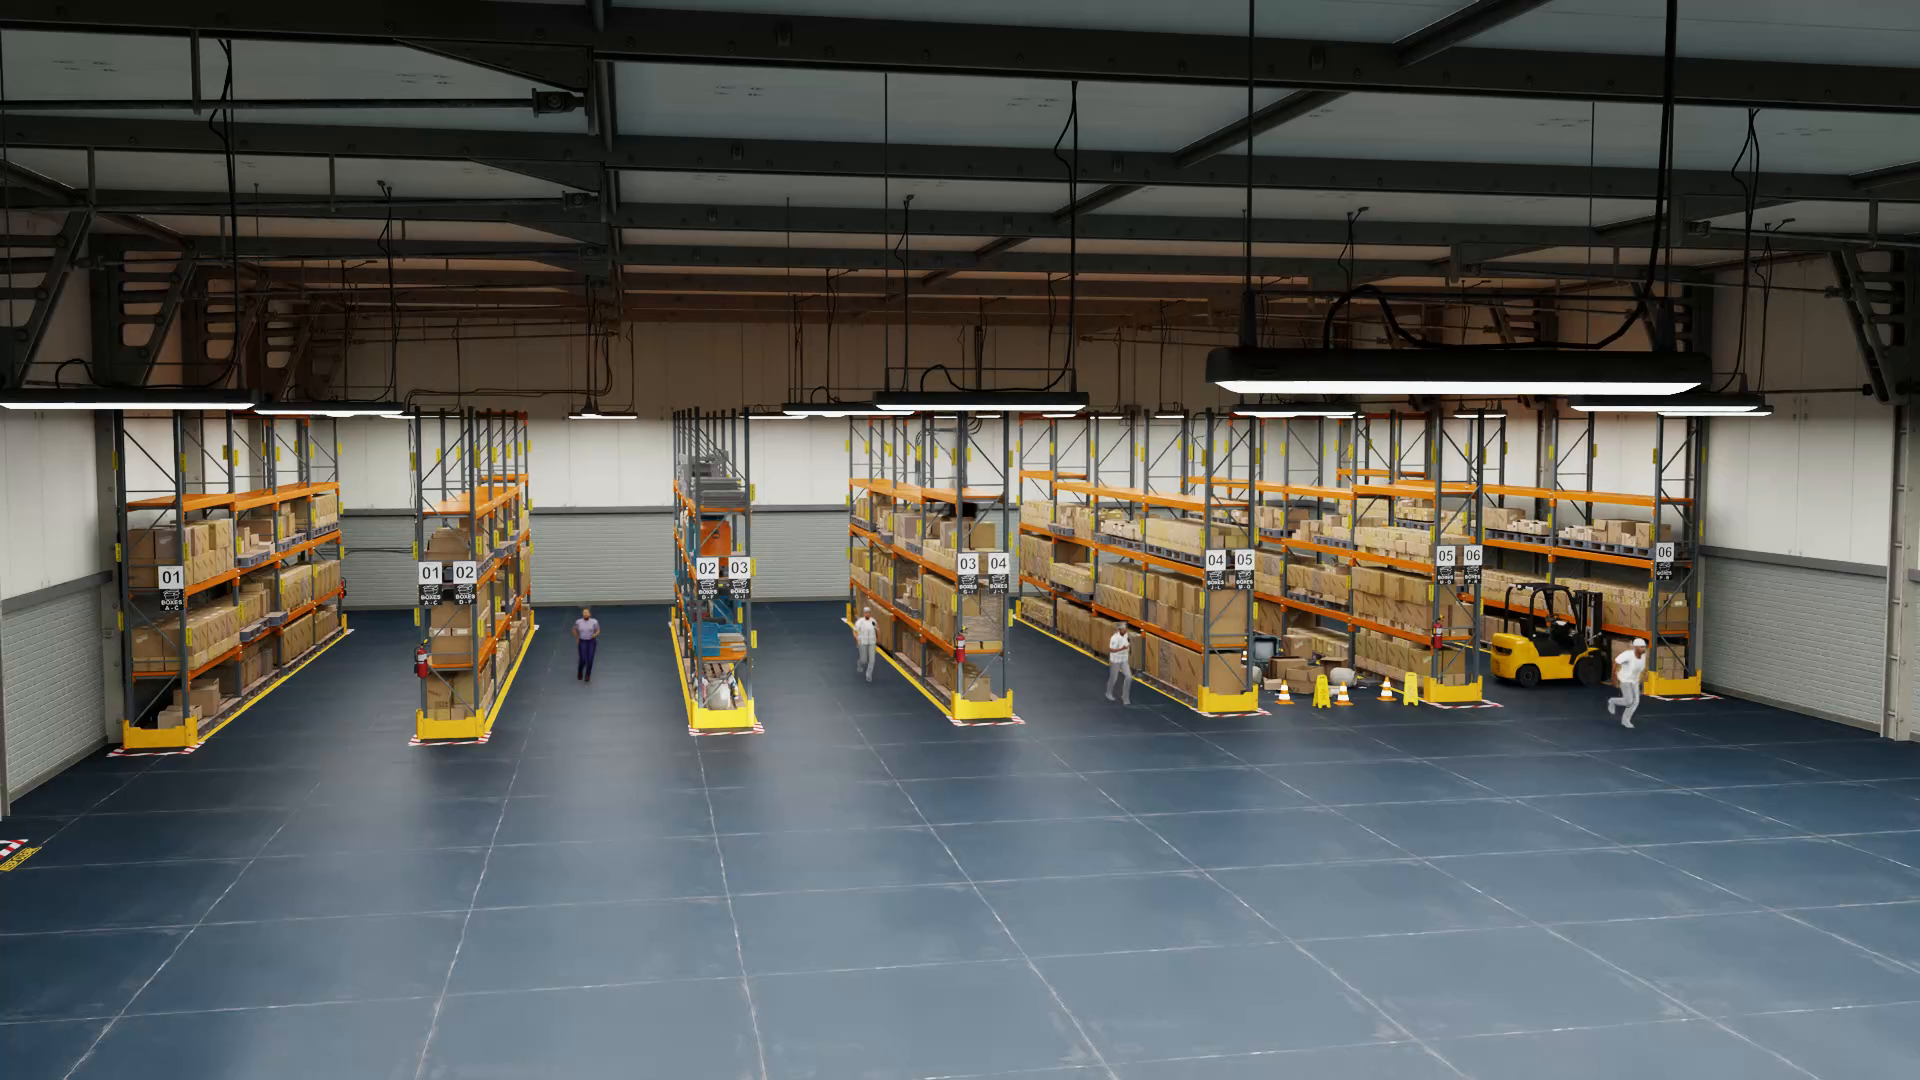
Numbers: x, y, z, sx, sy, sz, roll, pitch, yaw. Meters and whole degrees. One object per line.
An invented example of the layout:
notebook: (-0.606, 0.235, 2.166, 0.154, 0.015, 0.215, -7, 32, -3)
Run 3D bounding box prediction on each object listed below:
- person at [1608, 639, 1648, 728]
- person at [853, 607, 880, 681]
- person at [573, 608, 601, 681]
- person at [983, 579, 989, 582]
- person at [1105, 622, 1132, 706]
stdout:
person: (12.581, 2.674, 31.307, 0.695, 1.691, 0.822, -2, 5, -29)
person: (-2.070, 2.299, 36.911, 0.616, 1.632, 0.599, -1, 4, -17)
person: (-8.212, 2.308, 36.650, 0.587, 1.613, 0.575, -1, 4, -15)
person: (0.755, 1.522, 46.629, 0.733, 1.811, 0.836, 0, 4, -2)
person: (3.208, 2.504, 33.716, 0.559, 1.754, 0.842, -2, 5, -26)
